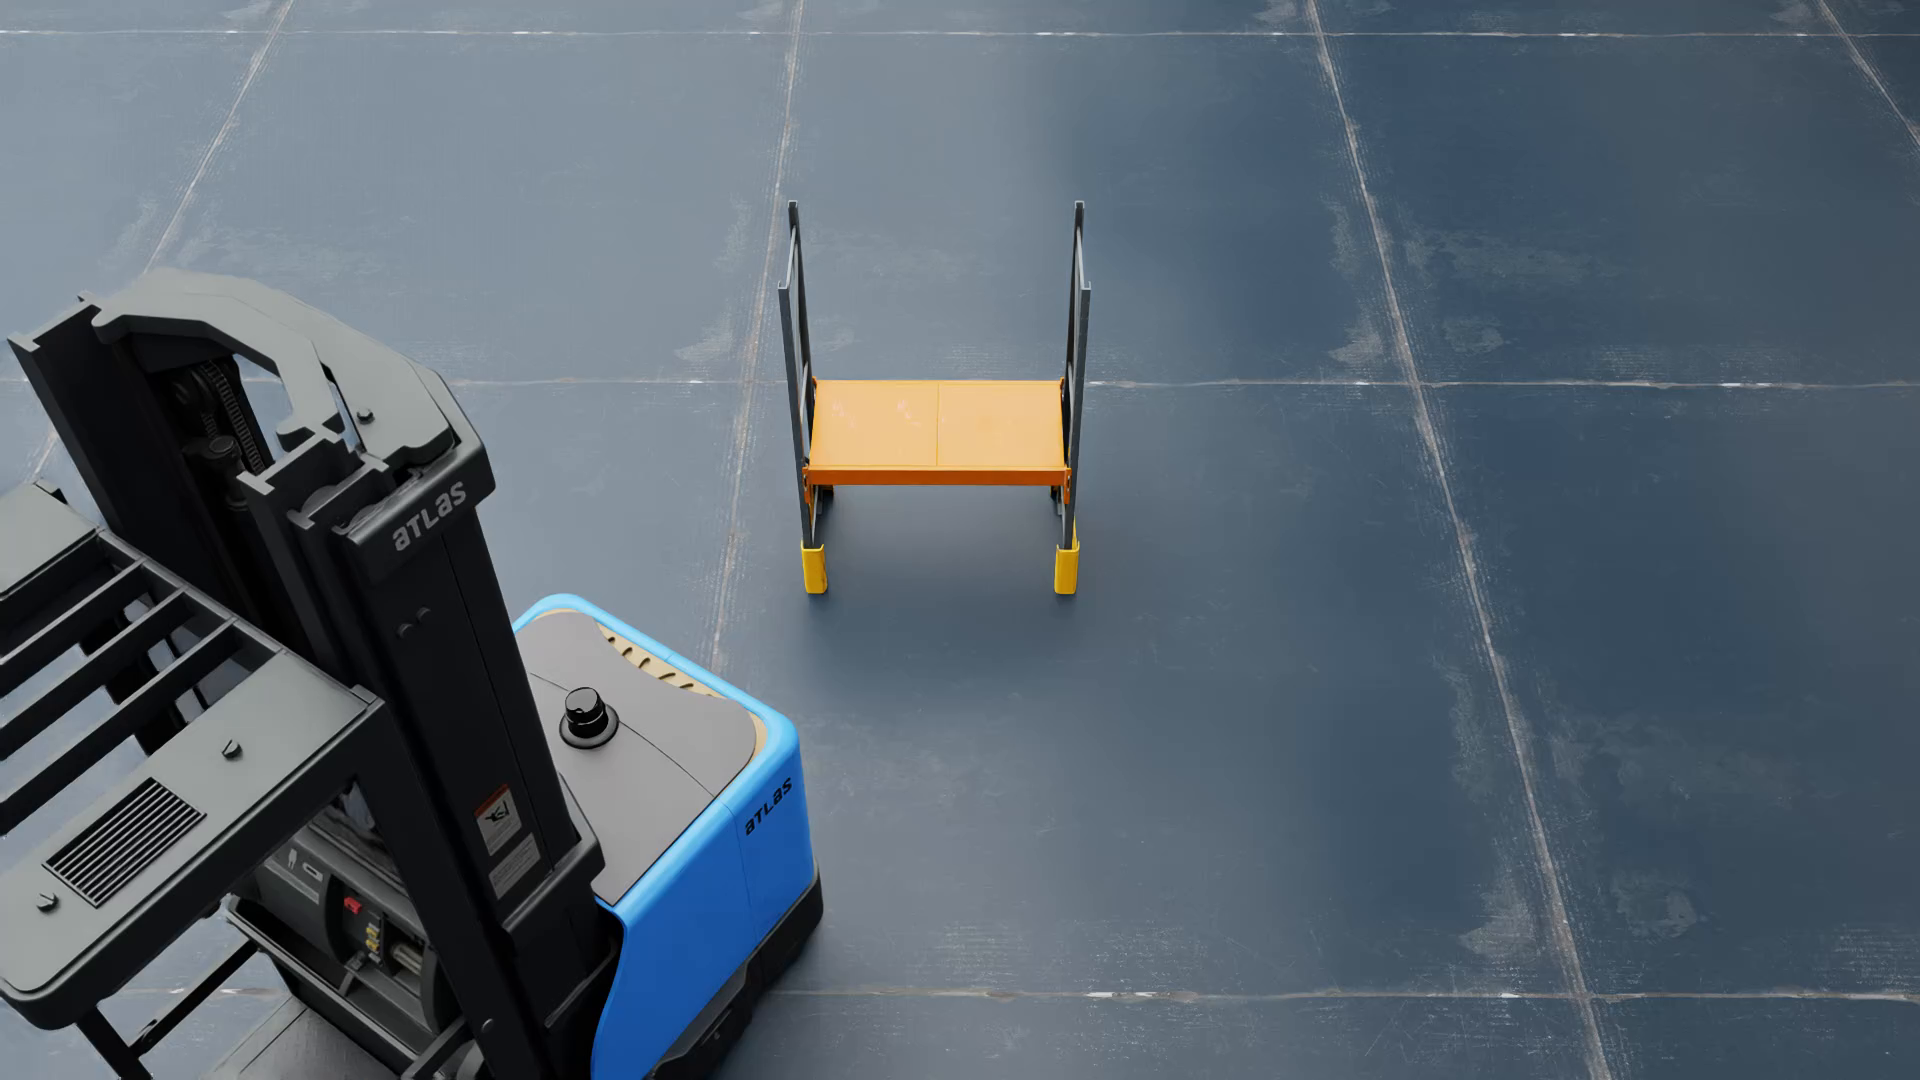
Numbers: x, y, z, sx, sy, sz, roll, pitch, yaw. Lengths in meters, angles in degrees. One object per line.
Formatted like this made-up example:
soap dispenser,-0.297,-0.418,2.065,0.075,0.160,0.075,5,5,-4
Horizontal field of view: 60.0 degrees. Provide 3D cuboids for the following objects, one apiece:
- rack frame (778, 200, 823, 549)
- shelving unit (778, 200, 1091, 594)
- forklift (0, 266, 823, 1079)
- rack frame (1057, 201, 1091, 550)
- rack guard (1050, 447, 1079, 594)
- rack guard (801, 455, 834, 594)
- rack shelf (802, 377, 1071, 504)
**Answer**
rack frame,-0.594,-0.513,6.283,0.032,1.500,0.500,0,47,0
shelving unit,-0.076,-0.511,6.282,1.083,1.500,0.587,0,47,0
forklift,-1.707,0.966,3.930,1.130,2.935,3.031,27,53,23
rack frame,0.423,-0.510,6.281,0.032,1.500,0.500,0,47,0
rack guard,0.422,-0.084,6.738,0.087,0.250,0.587,0,47,0
rack guard,-0.574,-0.087,6.741,0.087,0.250,0.587,0,47,0
rack shelf,-0.085,-0.389,6.414,1.000,0.185,0.538,0,47,0
